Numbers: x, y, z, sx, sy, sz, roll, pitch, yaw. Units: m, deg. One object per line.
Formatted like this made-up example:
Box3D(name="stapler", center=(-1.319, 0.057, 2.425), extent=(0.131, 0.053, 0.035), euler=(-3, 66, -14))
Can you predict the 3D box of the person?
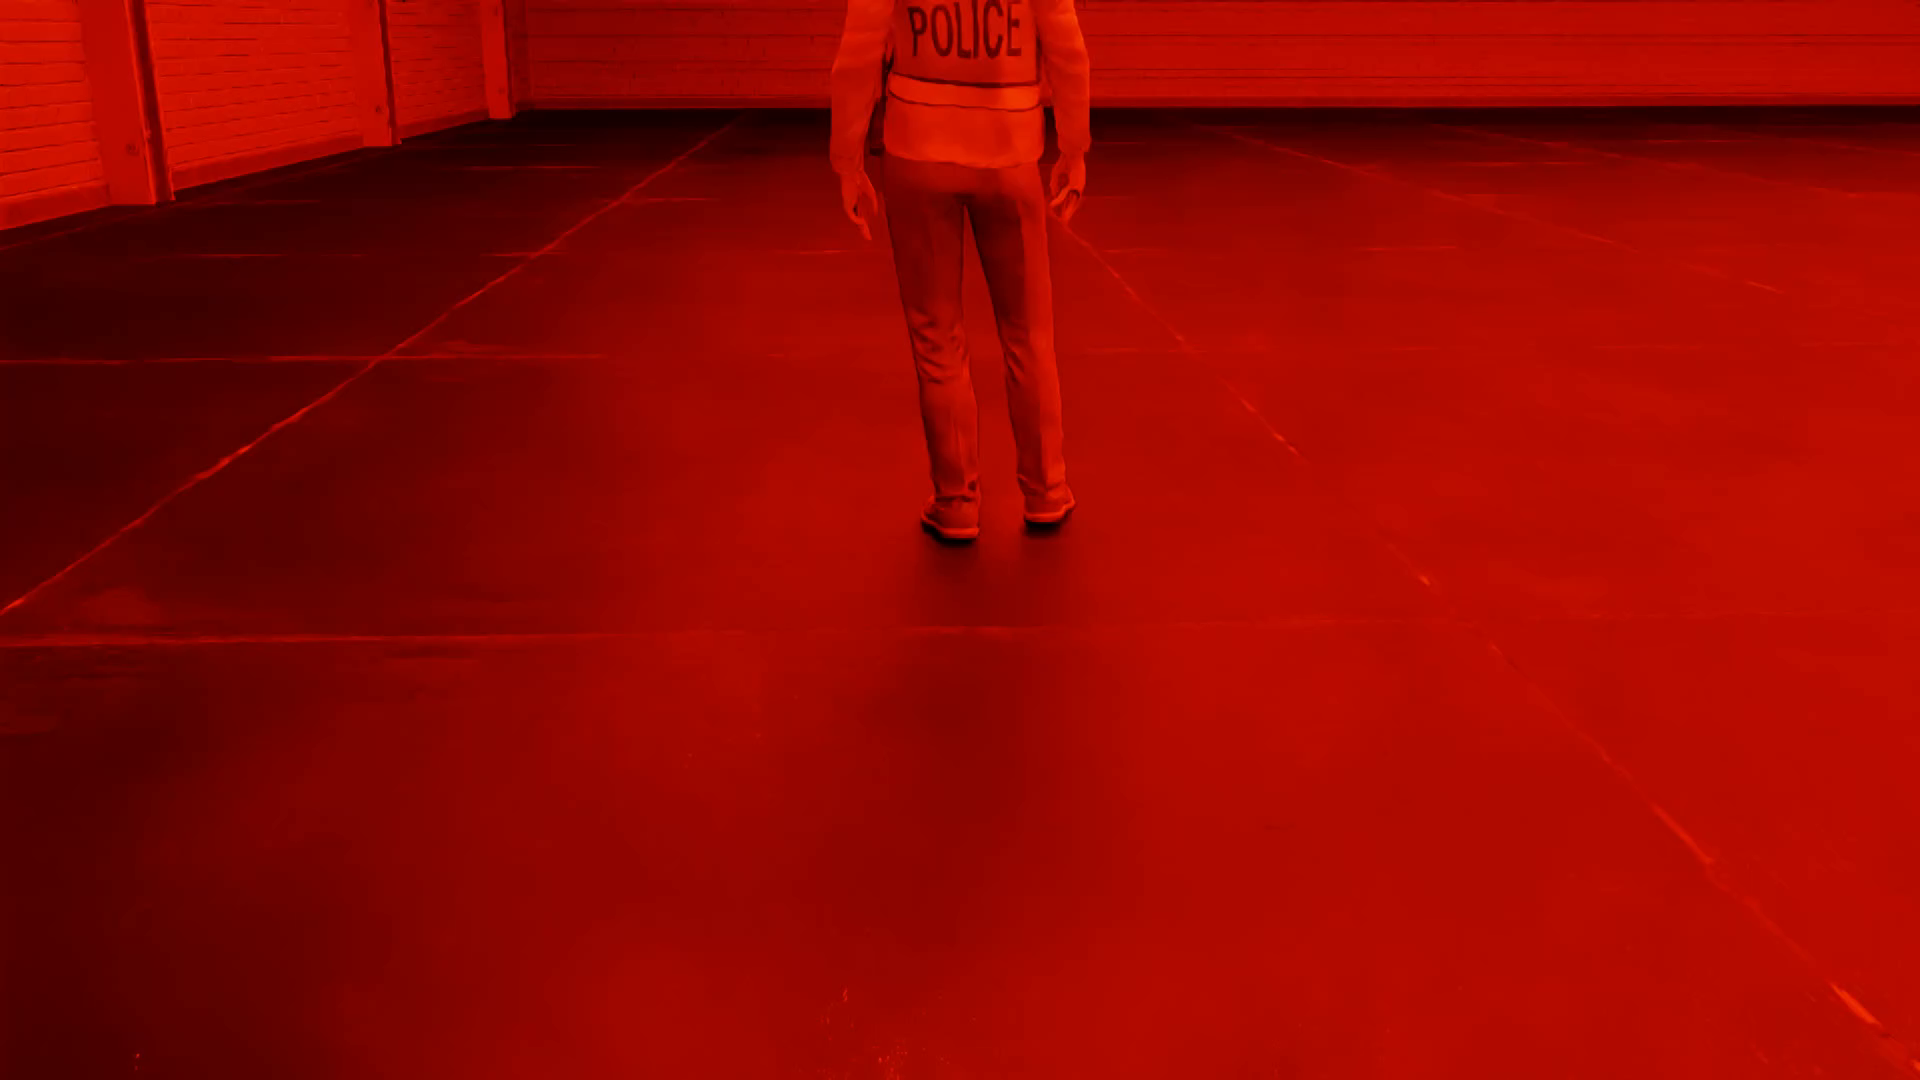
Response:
Box3D(name="person", center=(0.003, -0.838, 3.733), extent=(0.586, 1.695, 0.533), euler=(-1, 17, -3))
